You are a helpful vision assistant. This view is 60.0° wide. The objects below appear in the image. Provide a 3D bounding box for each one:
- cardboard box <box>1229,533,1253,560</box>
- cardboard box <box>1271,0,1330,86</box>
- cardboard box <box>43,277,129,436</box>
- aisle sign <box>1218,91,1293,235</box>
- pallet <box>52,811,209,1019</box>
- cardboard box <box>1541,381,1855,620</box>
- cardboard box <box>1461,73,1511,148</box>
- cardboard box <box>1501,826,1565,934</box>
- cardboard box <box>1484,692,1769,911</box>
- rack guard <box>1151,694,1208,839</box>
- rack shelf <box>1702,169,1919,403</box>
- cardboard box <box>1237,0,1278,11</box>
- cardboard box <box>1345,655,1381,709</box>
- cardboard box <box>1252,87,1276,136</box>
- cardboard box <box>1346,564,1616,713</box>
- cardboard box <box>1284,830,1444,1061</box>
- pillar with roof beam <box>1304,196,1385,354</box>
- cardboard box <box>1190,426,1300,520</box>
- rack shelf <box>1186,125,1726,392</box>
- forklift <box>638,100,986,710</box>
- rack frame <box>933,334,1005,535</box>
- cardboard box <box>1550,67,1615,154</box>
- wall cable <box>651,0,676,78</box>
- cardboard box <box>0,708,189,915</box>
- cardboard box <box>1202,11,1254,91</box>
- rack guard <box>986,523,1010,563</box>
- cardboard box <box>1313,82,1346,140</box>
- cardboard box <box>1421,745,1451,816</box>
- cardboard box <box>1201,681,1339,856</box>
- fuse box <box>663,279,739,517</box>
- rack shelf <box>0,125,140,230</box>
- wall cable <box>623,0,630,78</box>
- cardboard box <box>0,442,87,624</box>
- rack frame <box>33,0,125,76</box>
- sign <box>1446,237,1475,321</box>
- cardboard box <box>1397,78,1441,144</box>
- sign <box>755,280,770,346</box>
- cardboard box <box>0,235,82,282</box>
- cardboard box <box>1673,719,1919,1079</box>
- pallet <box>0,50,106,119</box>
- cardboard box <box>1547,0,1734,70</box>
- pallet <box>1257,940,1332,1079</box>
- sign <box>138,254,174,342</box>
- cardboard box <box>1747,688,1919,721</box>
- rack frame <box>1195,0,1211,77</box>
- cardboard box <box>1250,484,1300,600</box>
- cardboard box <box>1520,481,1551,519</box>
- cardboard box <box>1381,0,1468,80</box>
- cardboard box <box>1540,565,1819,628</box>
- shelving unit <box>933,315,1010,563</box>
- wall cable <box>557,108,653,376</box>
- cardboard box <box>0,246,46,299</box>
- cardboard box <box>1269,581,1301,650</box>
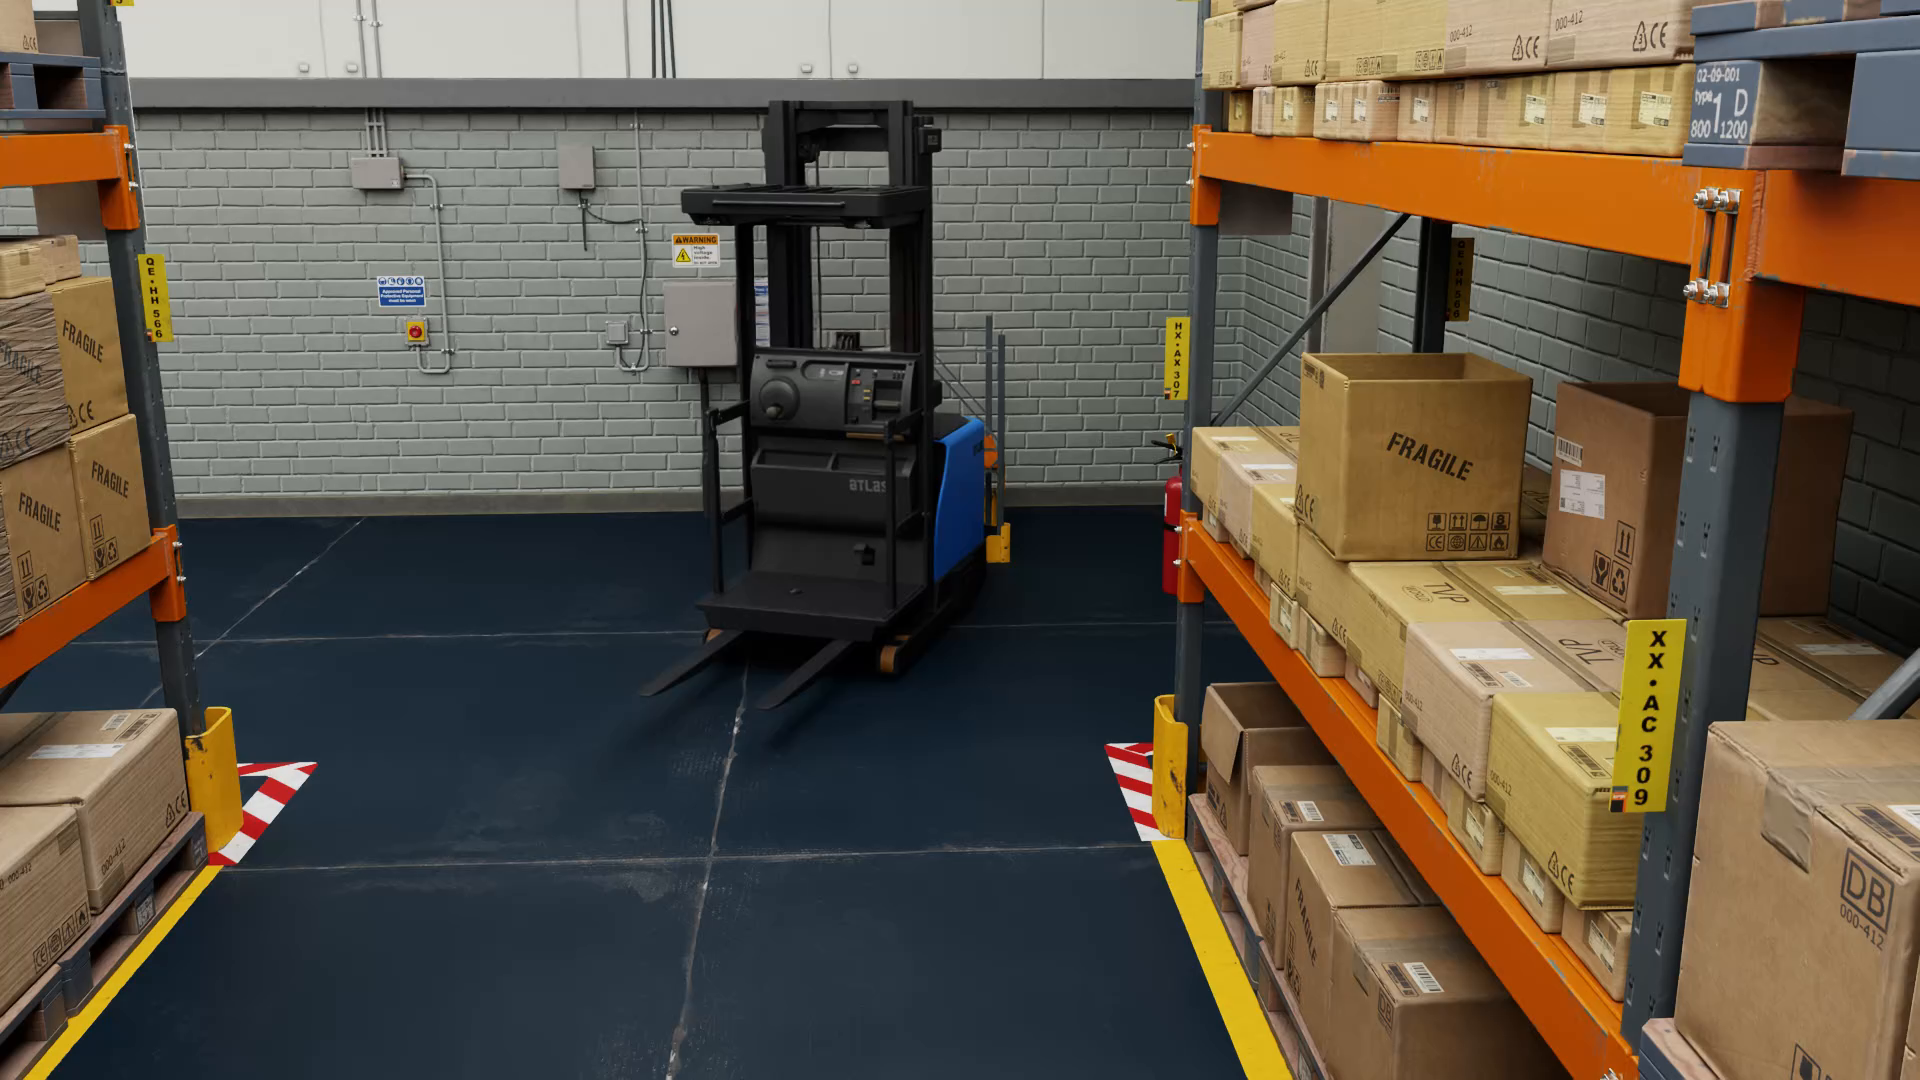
[{"bbox_3d":[1.207,-0.032,6.134,0.380,0.149,0.250,-1,14,-2],"label":"cardboard box"},{"bbox_3d":[1.224,-1.458,4.857,0.500,0.250,0.500,-1,14,-5],"label":"cardboard box"},{"bbox_3d":[-3.288,-0.641,5.790,0.500,0.500,0.500,0,14,-2],"label":"cardboard box"},{"bbox_3d":[1.101,-1.573,6.404,0.394,0.787,0.004,-1,14,-3],"label":"aisle sign"},{"bbox_3d":[-3.428,1.324,5.958,1.003,0.211,1.213,-1,14,-3],"label":"pallet"},{"bbox_3d":[1.819,-0.116,4.157,0.500,0.500,0.500,-1,14,-5],"label":"cardboard box"},{"bbox_3d":[1.298,-0.912,3.535,0.380,0.149,0.250,-1,14,-4],"label":"cardboard box"},{"bbox_3d":[1.336,0.675,3.388,0.380,0.149,0.250,0,14,-2],"label":"cardboard box"},{"bbox_3d":[1.371,0.499,3.273,0.500,0.250,0.500,-1,14,-2],"label":"cardboard box"},{"bbox_3d":[1.403,0.928,6.918,1.175,0.500,0.348,-1,14,-3],"label":"rack guard"},{"bbox_3d":[1.770,0.086,0.596,1.077,0.370,4.000,-1,14,-3],"label":"rack shelf"},{"bbox_3d":[1.188,-1.827,5.289,0.500,0.250,0.500,-1,14,-4],"label":"cardboard box"},{"bbox_3d":[1.296,0.355,4.630,0.380,0.149,0.250,-1,14,-4],"label":"cardboard box"},{"bbox_3d":[1.140,-1.358,5.267,0.380,0.149,0.250,-1,14,-2],"label":"cardboard box"},{"bbox_3d":[1.308,0.250,4.239,0.500,0.250,0.500,-1,14,-4],"label":"cardboard box"},{"bbox_3d":[1.289,1.205,4.996,0.500,0.500,0.500,-1,14,-2],"label":"cardboard box"},{"bbox_3d":[-2.166,-3.825,8.334,9.100,9.000,0.400,-1,14,-3],"label":"pillar with roof beam"},{"bbox_3d":[1.157,-0.256,6.207,0.500,0.250,0.500,-1,14,-3],"label":"cardboard box"},{"bbox_3d":[1.522,-0.909,4.462,1.077,0.370,4.000,-1,14,-3],"label":"rack shelf"},{"bbox_3d":[-0.754,-0.813,8.803,1.130,2.935,3.031,4,15,16],"label":"forklift"},{"bbox_3d":[0.037,-0.579,10.766,0.500,1.500,0.032,-1,14,-3],"label":"rack frame"},{"bbox_3d":[1.317,-0.784,3.038,0.380,0.149,0.250,-1,14,-4],"label":"cardboard box"},{"bbox_3d":[-0.656,-4.603,11.281,2.988,3.039,0.133,-1,14,-3],"label":"wall cable"},{"bbox_3d":[-3.415,0.976,6.013,0.875,0.438,0.875,-1,14,-5],"label":"cardboard box"},{"bbox_3d":[1.153,-1.711,5.842,0.500,0.250,0.500,-1,14,-4],"label":"cardboard box"},{"bbox_3d":[0.036,0.022,10.940,0.587,0.250,0.087,-1,14,-3],"label":"rack guard"},{"bbox_3d":[1.184,-1.167,4.528,0.380,0.149,0.250,-1,14,-3],"label":"cardboard box"},{"bbox_3d":[1.307,0.545,3.893,0.380,0.149,0.250,-1,14,-2],"label":"cardboard box"},{"bbox_3d":[1.342,0.857,6.342,0.797,0.503,0.637,-1,15,-6],"label":"cardboard box"},{"bbox_3d":[-1.823,-0.998,11.973,0.539,1.711,0.414,-1,14,-3],"label":"fuse box"},{"bbox_3d":[-3.432,-0.831,4.161,1.077,0.370,4.000,-1,14,-3],"label":"rack shelf"},{"bbox_3d":[-3.438,-4.551,11.155,2.355,3.000,0.029,-1,14,-3],"label":"wall cable"},{"bbox_3d":[-3.246,-0.032,5.429,0.500,0.500,0.500,-1,14,-5],"label":"cardboard box"},{"bbox_3d":[-3.556,-3.130,5.631,1.000,3.000,0.127,-1,14,-3],"label":"rack frame"},{"bbox_3d":[1.953,-1.019,6.510,0.100,0.325,0.005,-1,14,-3],"label":"sign"},{"bbox_3d":[1.289,-1.041,4.039,0.380,0.149,0.250,-1,14,-3],"label":"cardboard box"},{"bbox_3d":[-1.343,-1.636,12.054,0.329,0.494,0.001,-1,14,-3],"label":"sign"},{"bbox_3d":[-3.334,-0.985,5.826,0.380,0.149,0.250,-1,14,-3],"label":"cardboard box"},{"bbox_3d":[1.453,0.565,2.268,0.700,0.500,0.500,-1,14,-2],"label":"cardboard box"},{"bbox_3d":[-3.499,-1.450,5.299,1.003,0.211,1.213,-1,14,-3],"label":"pallet"},{"bbox_3d":[1.366,-0.947,2.873,0.500,0.250,0.500,-1,14,-3],"label":"cardboard box"},{"bbox_3d":[1.526,1.569,5.007,1.003,0.211,1.213,-1,14,-3],"label":"pallet"},{"bbox_3d":[-3.013,-0.905,6.224,0.100,0.325,0.005,-1,14,-3],"label":"sign"},{"bbox_3d":[1.885,0.494,3.290,0.500,0.250,0.500,-1,14,-4],"label":"cardboard box"},{"bbox_3d":[1.398,-3.207,5.932,1.000,3.000,0.127,-1,14,-3],"label":"rack frame"},{"bbox_3d":[1.224,-0.005,5.230,0.500,0.250,0.500,-1,14,-4],"label":"cardboard box"},{"bbox_3d":[1.748,-0.011,5.255,0.500,0.250,0.500,0,14,-2],"label":"cardboard box"},{"bbox_3d":[1.303,-1.204,3.870,0.500,0.250,0.500,-1,14,-2],"label":"cardboard box"},{"bbox_3d":[1.817,0.241,4.273,0.500,0.250,0.500,-1,14,-2],"label":"cardboard box"},{"bbox_3d":[0.005,-0.707,11.266,0.587,1.500,1.083,-1,14,-3],"label":"shelving unit"},{"bbox_3d":[-2.514,-2.143,11.797,0.588,1.984,0.122,-1,14,-3],"label":"wall cable"},{"bbox_3d":[-3.194,-0.859,5.337,0.380,0.149,0.250,-1,14,-4],"label":"cardboard box"},{"bbox_3d":[1.175,0.227,5.129,0.380,0.149,0.250,-1,14,-5],"label":"cardboard box"}]
